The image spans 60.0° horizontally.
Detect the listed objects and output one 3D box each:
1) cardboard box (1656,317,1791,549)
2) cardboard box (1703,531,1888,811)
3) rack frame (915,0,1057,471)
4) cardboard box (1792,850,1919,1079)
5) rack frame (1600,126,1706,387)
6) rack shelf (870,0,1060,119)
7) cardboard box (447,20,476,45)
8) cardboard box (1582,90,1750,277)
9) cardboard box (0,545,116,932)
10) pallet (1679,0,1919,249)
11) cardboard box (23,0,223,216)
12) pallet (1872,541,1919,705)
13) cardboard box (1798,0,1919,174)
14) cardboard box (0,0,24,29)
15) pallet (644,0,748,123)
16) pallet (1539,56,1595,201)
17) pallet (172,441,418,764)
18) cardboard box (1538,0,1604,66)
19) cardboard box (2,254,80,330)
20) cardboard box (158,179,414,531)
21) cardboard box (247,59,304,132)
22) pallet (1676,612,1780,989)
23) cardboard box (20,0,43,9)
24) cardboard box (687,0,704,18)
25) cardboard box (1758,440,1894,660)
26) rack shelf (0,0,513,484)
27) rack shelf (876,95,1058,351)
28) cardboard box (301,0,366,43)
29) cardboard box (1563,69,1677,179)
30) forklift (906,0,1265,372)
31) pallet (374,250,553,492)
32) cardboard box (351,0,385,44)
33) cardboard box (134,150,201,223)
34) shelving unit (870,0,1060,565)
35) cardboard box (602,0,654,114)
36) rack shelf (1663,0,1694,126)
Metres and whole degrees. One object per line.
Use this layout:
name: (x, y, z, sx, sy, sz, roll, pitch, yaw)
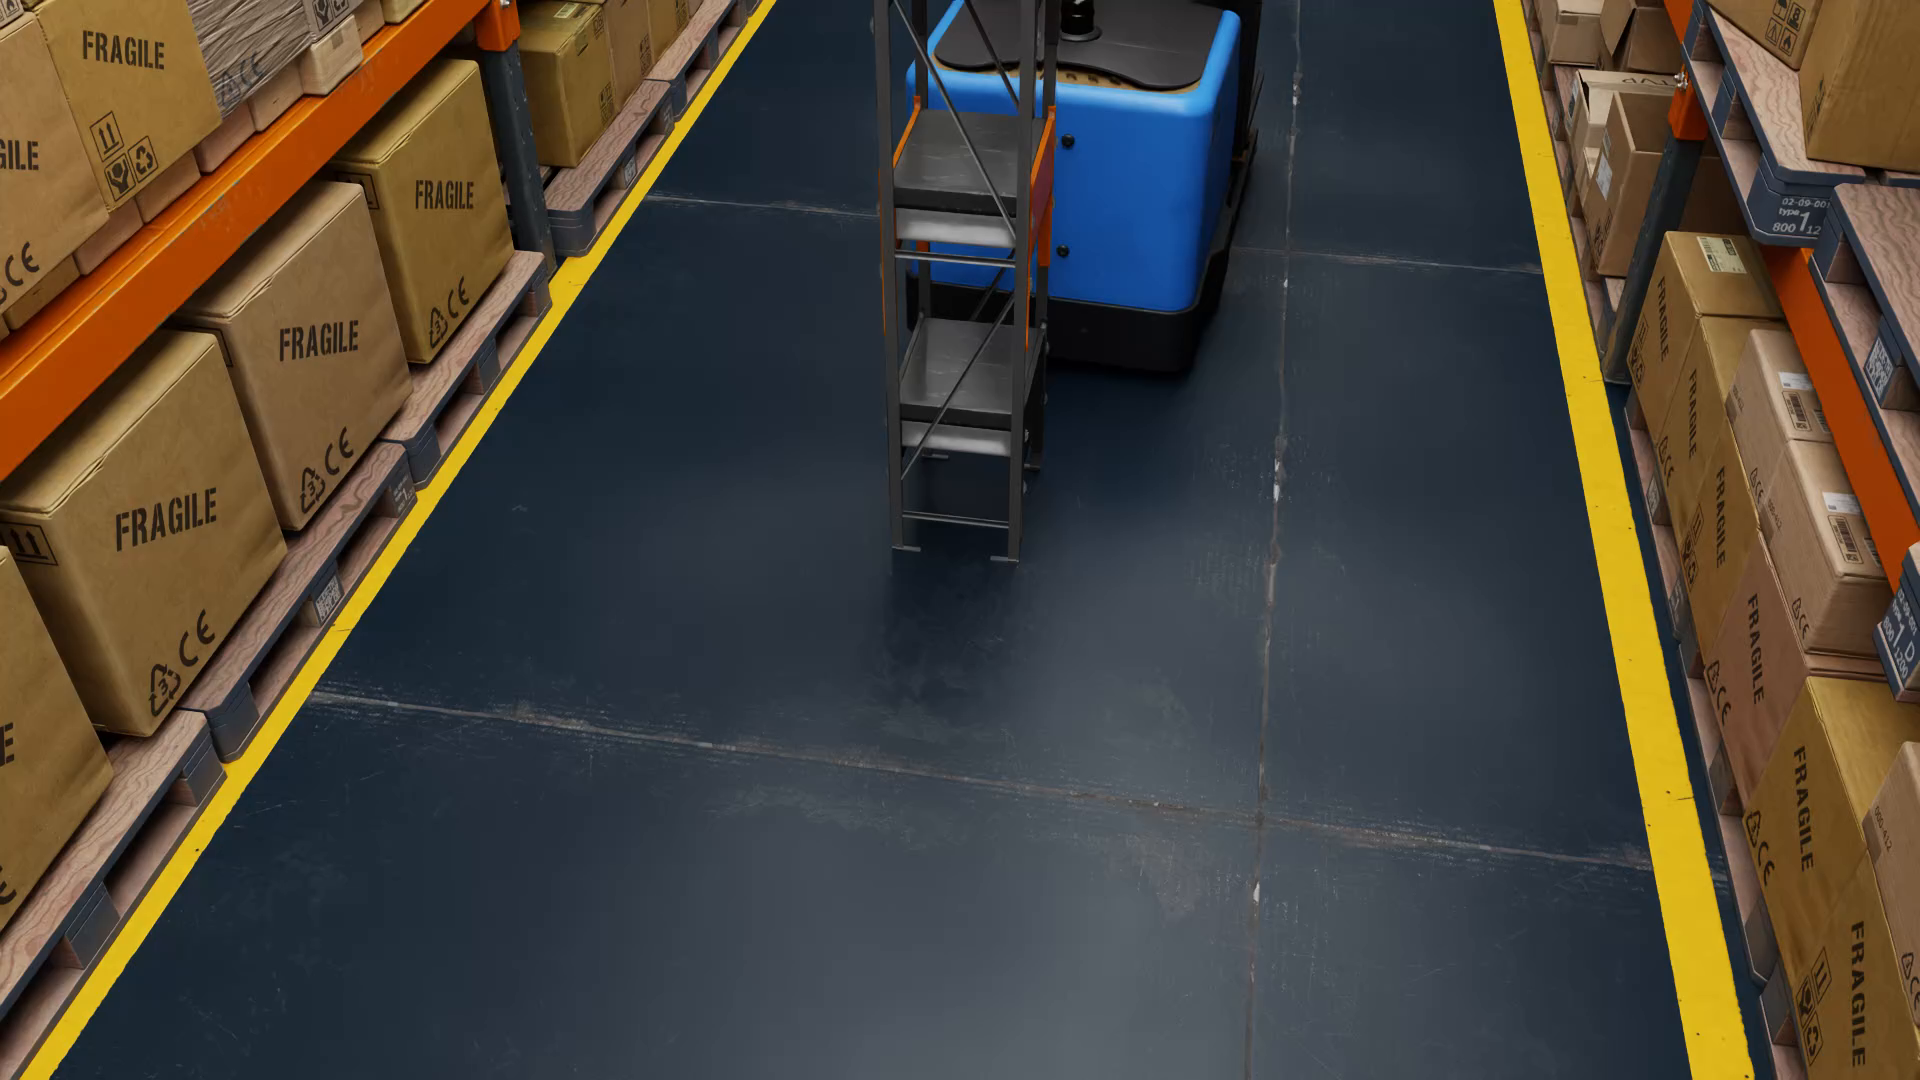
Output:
cardboard box: (2.391, -0.286, 4.858, 0.500, 0.500, 0.500, 7, 40, 8)
cardboard box: (2.209, 0.344, 4.096, 0.500, 0.500, 0.500, 5, 40, 6)
rack frame: (0.071, -1.066, 4.892, 0.400, 2.100, 0.015, 6, 40, 8)
cardboard box: (2.035, 0.999, 3.304, 0.500, 0.500, 0.500, 8, 40, 9)
rack frame: (2.796, -1.692, 4.943, 1.000, 3.000, 0.127, 6, 40, 8)
rack shelf: (0.029, -1.442, 4.269, 0.431, 0.518, 0.480, 6, 40, 8)
cardboard box: (-2.074, -2.074, 6.527, 0.380, 0.149, 0.250, 6, 40, 7)
cardboard box: (2.615, -1.287, 6.070, 0.500, 0.500, 0.500, 6, 40, 8)
cardboard box: (-2.519, 0.494, 3.656, 0.750, 0.750, 0.750, 6, 40, 7)
pallet: (2.550, -1.129, 4.412, 1.003, 0.211, 1.213, 6, 40, 8)
cardboard box: (-2.170, -1.130, 3.935, 0.500, 0.500, 0.500, 7, 40, 9)
pallet: (2.152, 0.459, 2.492, 1.213, 0.211, 1.003, 6, 40, 8)
cardboard box: (2.437, -1.182, 3.917, 0.700, 0.500, 0.500, 12, 41, 15)
cardboard box: (-2.268, -1.084, 3.291, 0.500, 0.250, 0.500, 7, 40, 8)
pallet: (-1.666, -2.398, 7.985, 1.003, 0.211, 1.213, 6, 40, 8)
pallet: (3.125, -1.816, 7.281, 1.003, 0.211, 1.213, 6, 40, 8)
pallet: (-2.351, 0.099, 4.965, 1.003, 0.211, 1.213, 6, 40, 8)
cardboard box: (2.942, -2.375, 7.581, 0.500, 0.250, 0.500, 6, 40, 8)
cardboard box: (-2.295, -0.628, 3.838, 0.380, 0.149, 0.250, 7, 40, 8)
cardboard box: (-2.219, -0.589, 4.966, 0.750, 0.750, 0.750, 8, 40, 9)
cardboard box: (-2.068, -1.267, 4.610, 0.380, 0.149, 0.250, 6, 40, 8)
pallet: (2.484, 0.665, 4.280, 1.003, 0.211, 1.213, 6, 40, 8)
cardboard box: (-2.186, -1.405, 3.679, 0.500, 0.250, 0.500, 6, 40, 7)
cardboard box: (-1.587, -2.865, 7.993, 0.700, 0.500, 0.500, 5, 40, 6)
cardboard box: (2.213, 0.032, 3.886, 0.500, 0.250, 0.500, 6, 40, 7)
rack shelf: (-2.429, -0.704, 4.312, 1.077, 0.370, 4.000, 6, 40, 8)
rack shelf: (0.029, -0.903, 4.715, 0.431, 0.518, 0.480, 6, 40, 8)
cardboard box: (-1.994, -1.758, 4.695, 0.500, 0.500, 0.500, 7, 40, 8)
cardboard box: (2.745, -1.685, 6.699, 0.500, 0.311, 0.500, 6, 40, 8)
forklift: (0.665, -2.667, 6.175, 1.130, 2.935, 3.031, 9, 40, 11)
pallet: (-2.143, -0.669, 5.894, 1.003, 0.211, 1.213, 6, 40, 8)
cardboard box: (-1.973, -1.585, 4.995, 0.380, 0.149, 0.250, 8, 40, 9)
cardboard box: (-2.183, -0.946, 4.221, 0.380, 0.149, 0.250, 8, 40, 9)
shelving unit: (0.029, -0.913, 4.707, 0.431, 2.100, 0.503, 6, 40, 8)
cardboard box: (-1.763, -2.208, 7.198, 0.700, 0.500, 0.500, 6, 40, 7)
rack shelf: (3.142, -2.670, 6.690, 1.077, 0.370, 4.000, 6, 40, 8)
